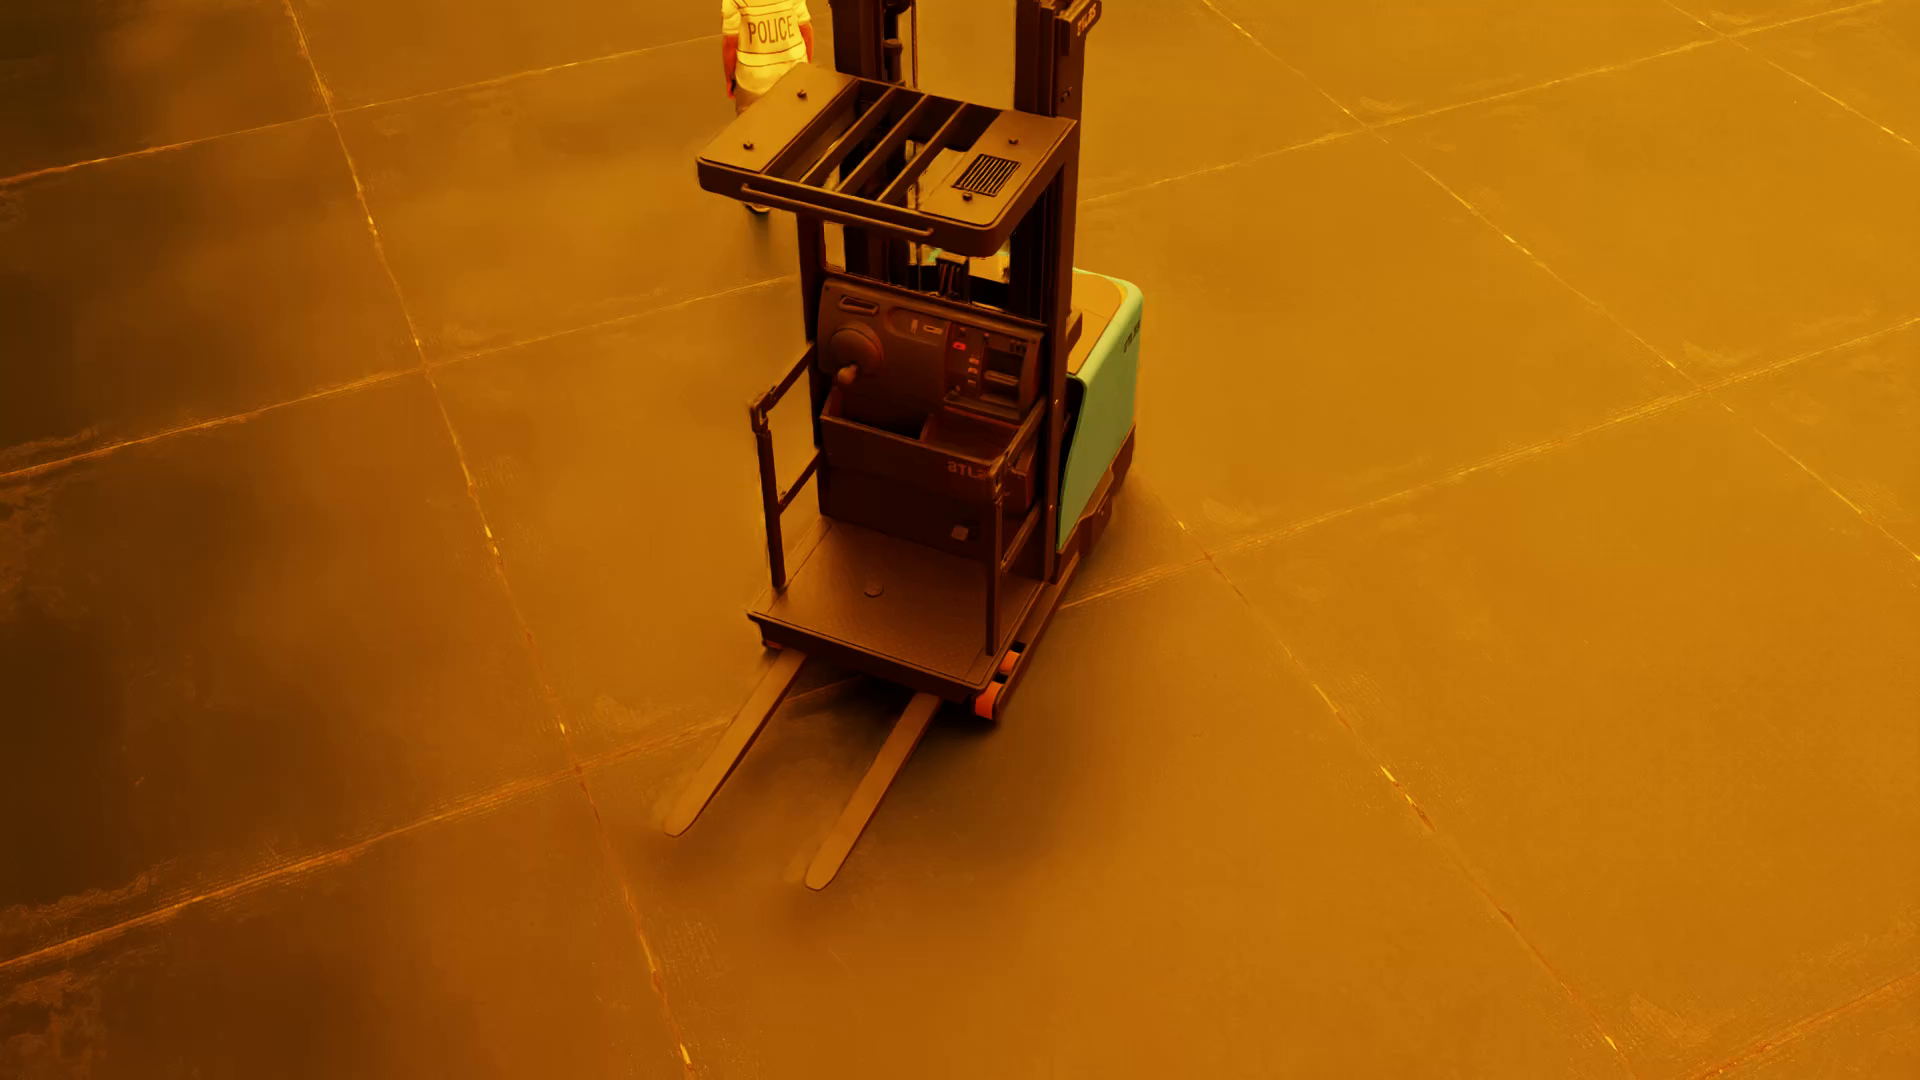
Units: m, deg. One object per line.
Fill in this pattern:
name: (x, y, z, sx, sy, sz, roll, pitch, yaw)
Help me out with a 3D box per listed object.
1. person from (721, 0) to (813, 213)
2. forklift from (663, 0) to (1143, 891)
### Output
person: (-1.086, -2.654, 9.457, 0.533, 1.667, 0.465, -14, 45, -14)
forklift: (-0.215, -0.653, 6.380, 1.130, 2.935, 3.031, 17, 46, 17)
